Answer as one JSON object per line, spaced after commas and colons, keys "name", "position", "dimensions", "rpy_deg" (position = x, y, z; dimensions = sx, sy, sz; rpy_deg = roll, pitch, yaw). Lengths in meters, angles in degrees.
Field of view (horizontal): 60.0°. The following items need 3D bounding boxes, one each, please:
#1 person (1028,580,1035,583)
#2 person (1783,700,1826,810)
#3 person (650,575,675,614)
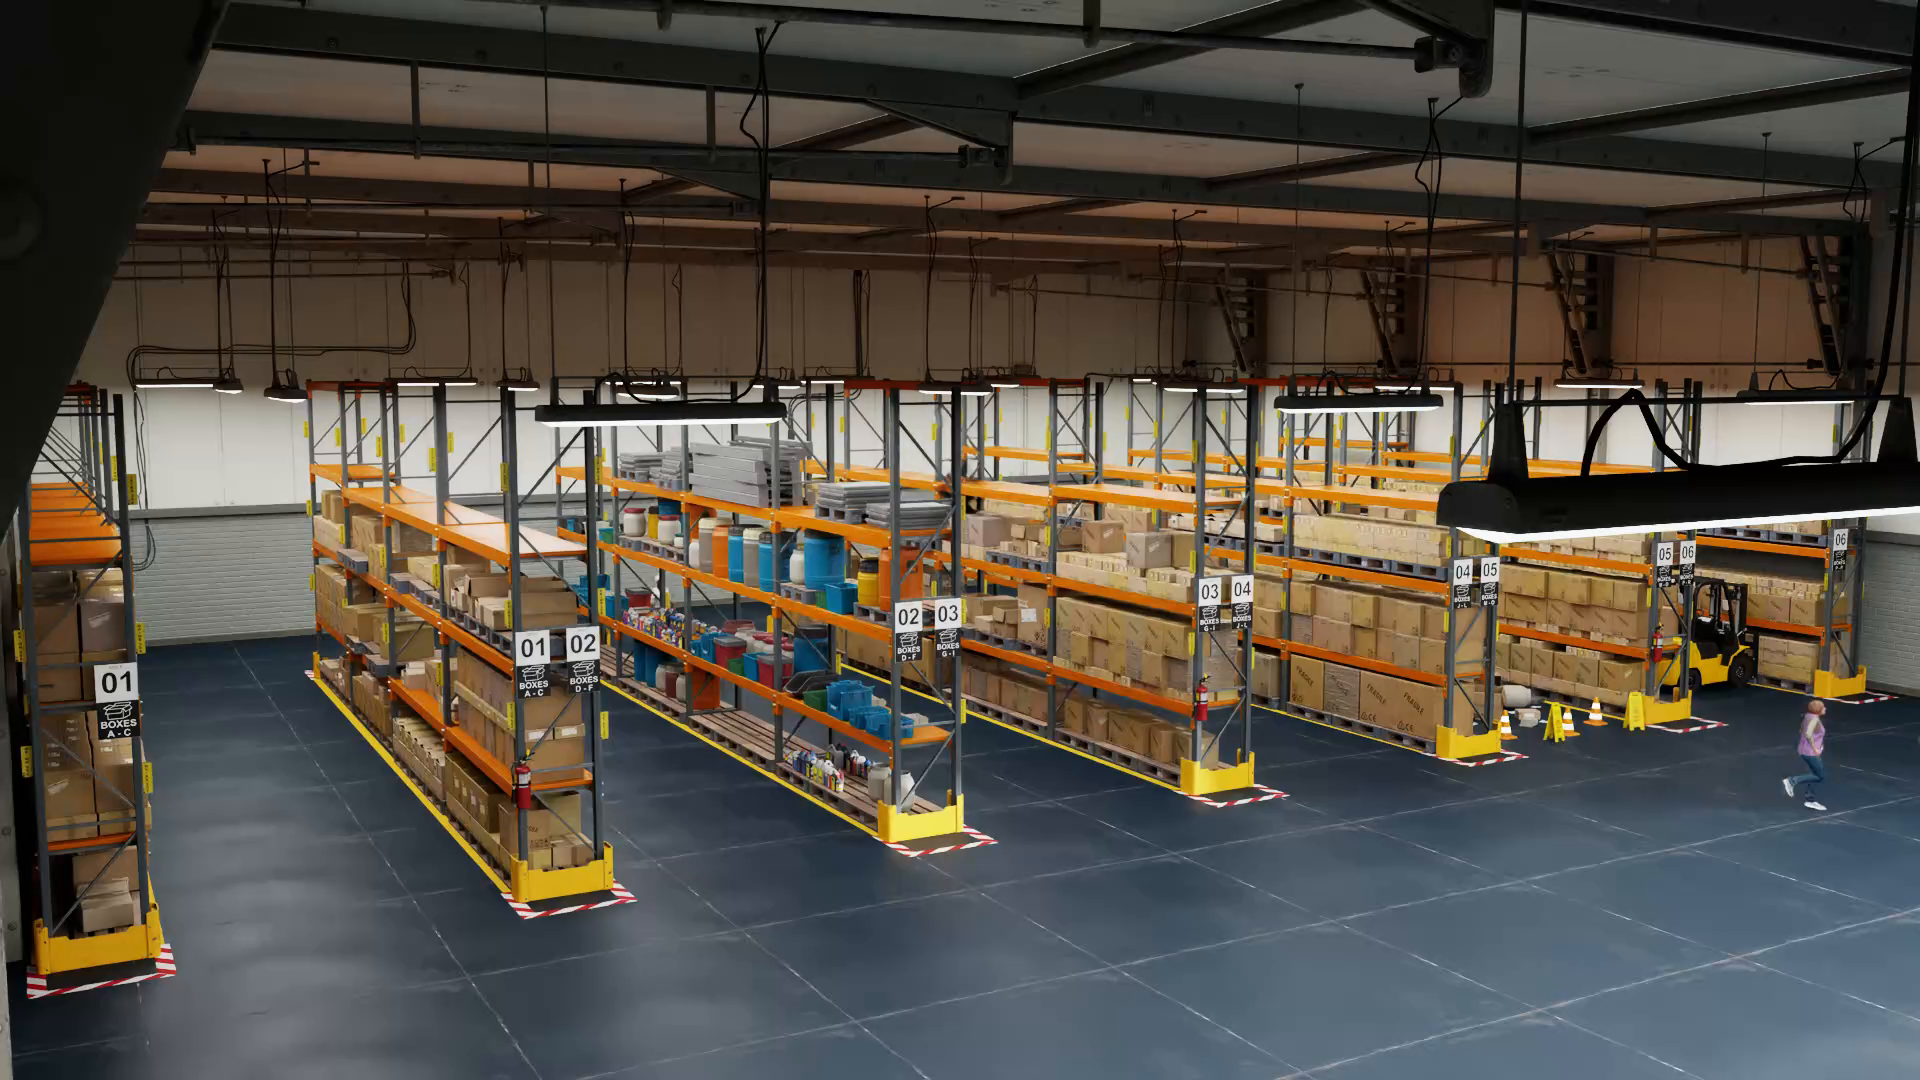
{"name": "person", "position": [1.562, 1.512, 35.633], "dimensions": [0.580, 1.688, 0.778], "rpy_deg": [-4, 7, -32]}
{"name": "person", "position": [12.072, 3.048, 23.740], "dimensions": [0.559, 1.565, 0.559], "rpy_deg": [2, 6, 16]}
{"name": "person", "position": [-6.655, 1.582, 36.870], "dimensions": [0.600, 1.671, 0.737], "rpy_deg": [4, 7, 31]}
